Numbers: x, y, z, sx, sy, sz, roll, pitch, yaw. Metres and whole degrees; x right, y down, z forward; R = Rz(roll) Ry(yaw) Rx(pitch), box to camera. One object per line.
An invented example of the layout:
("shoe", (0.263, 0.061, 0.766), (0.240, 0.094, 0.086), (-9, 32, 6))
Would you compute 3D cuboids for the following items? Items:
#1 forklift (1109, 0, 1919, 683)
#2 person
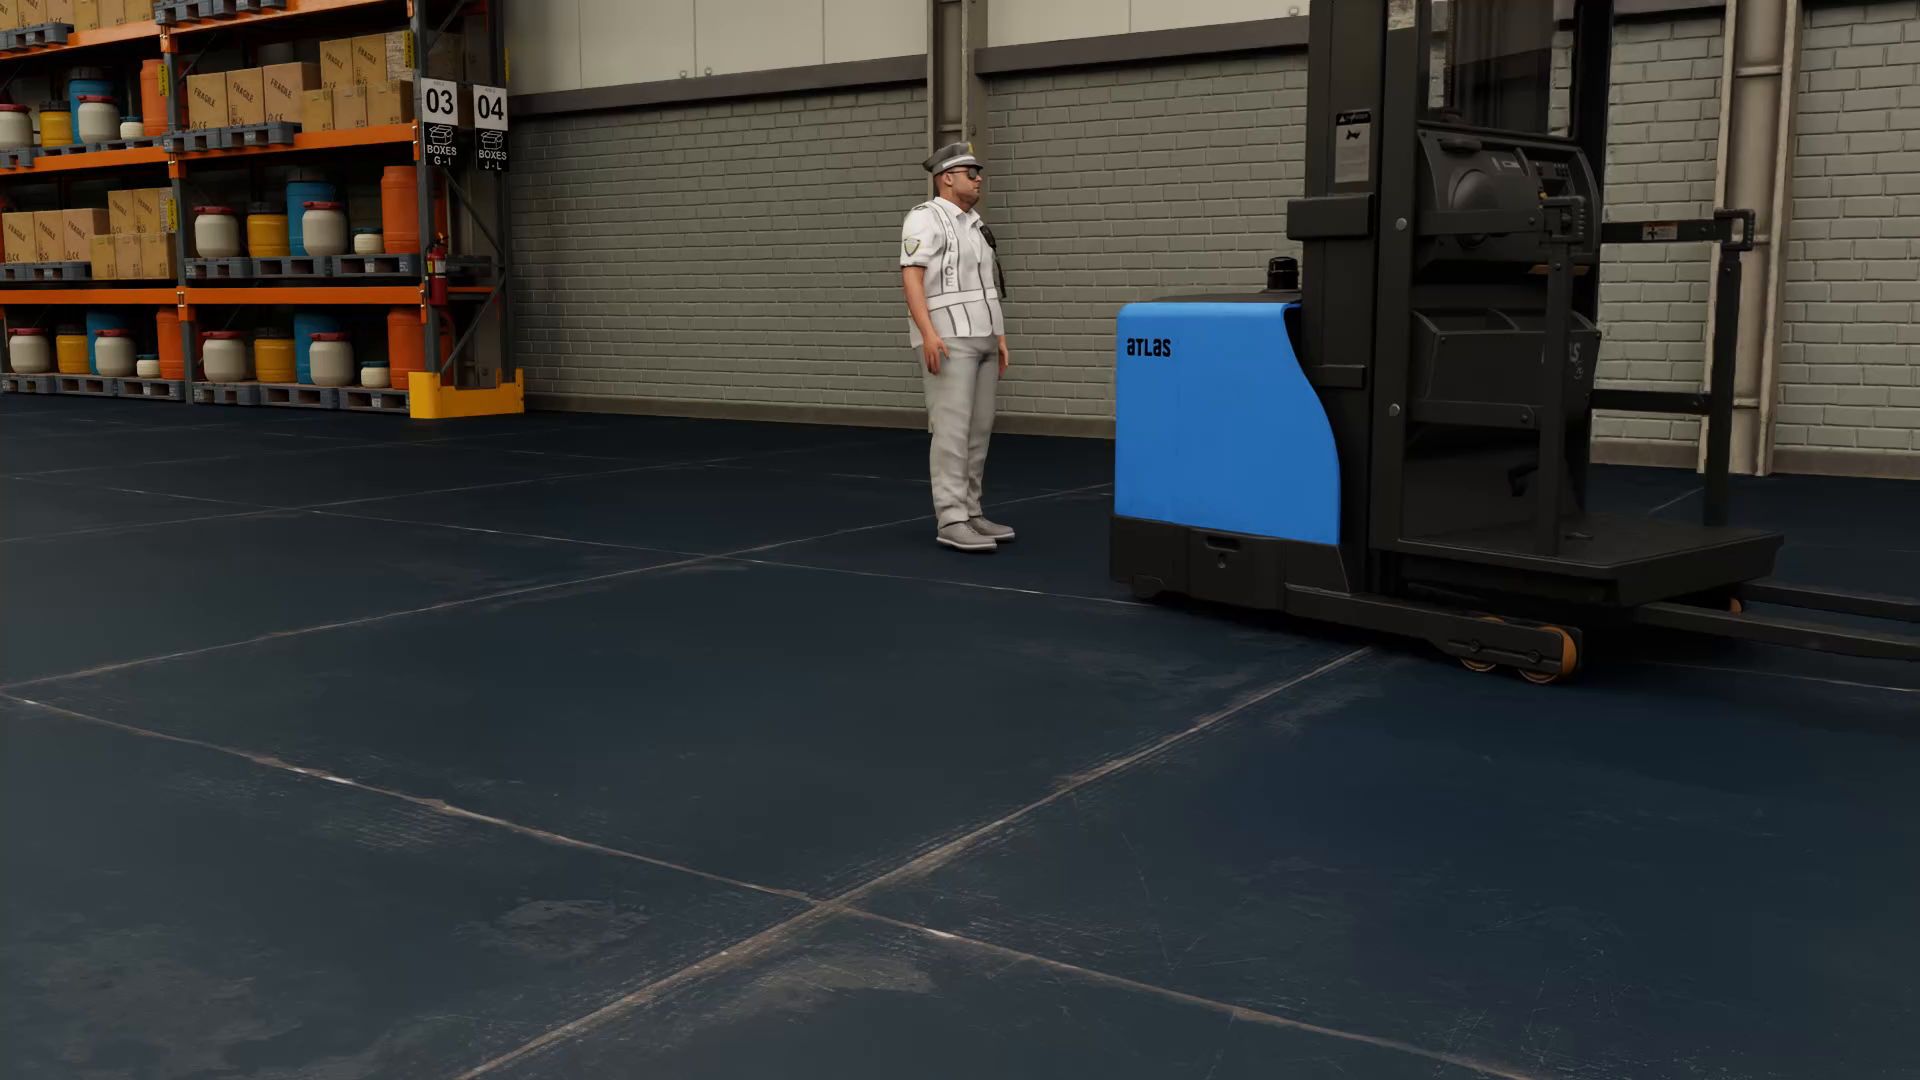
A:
("forklift", (1.875, -1.122, 5.082), (1.130, 2.935, 3.031), (-7, 10, -39))
("person", (0.058, -0.883, 7.424), (0.574, 1.780, 0.641), (5, 10, 34))
